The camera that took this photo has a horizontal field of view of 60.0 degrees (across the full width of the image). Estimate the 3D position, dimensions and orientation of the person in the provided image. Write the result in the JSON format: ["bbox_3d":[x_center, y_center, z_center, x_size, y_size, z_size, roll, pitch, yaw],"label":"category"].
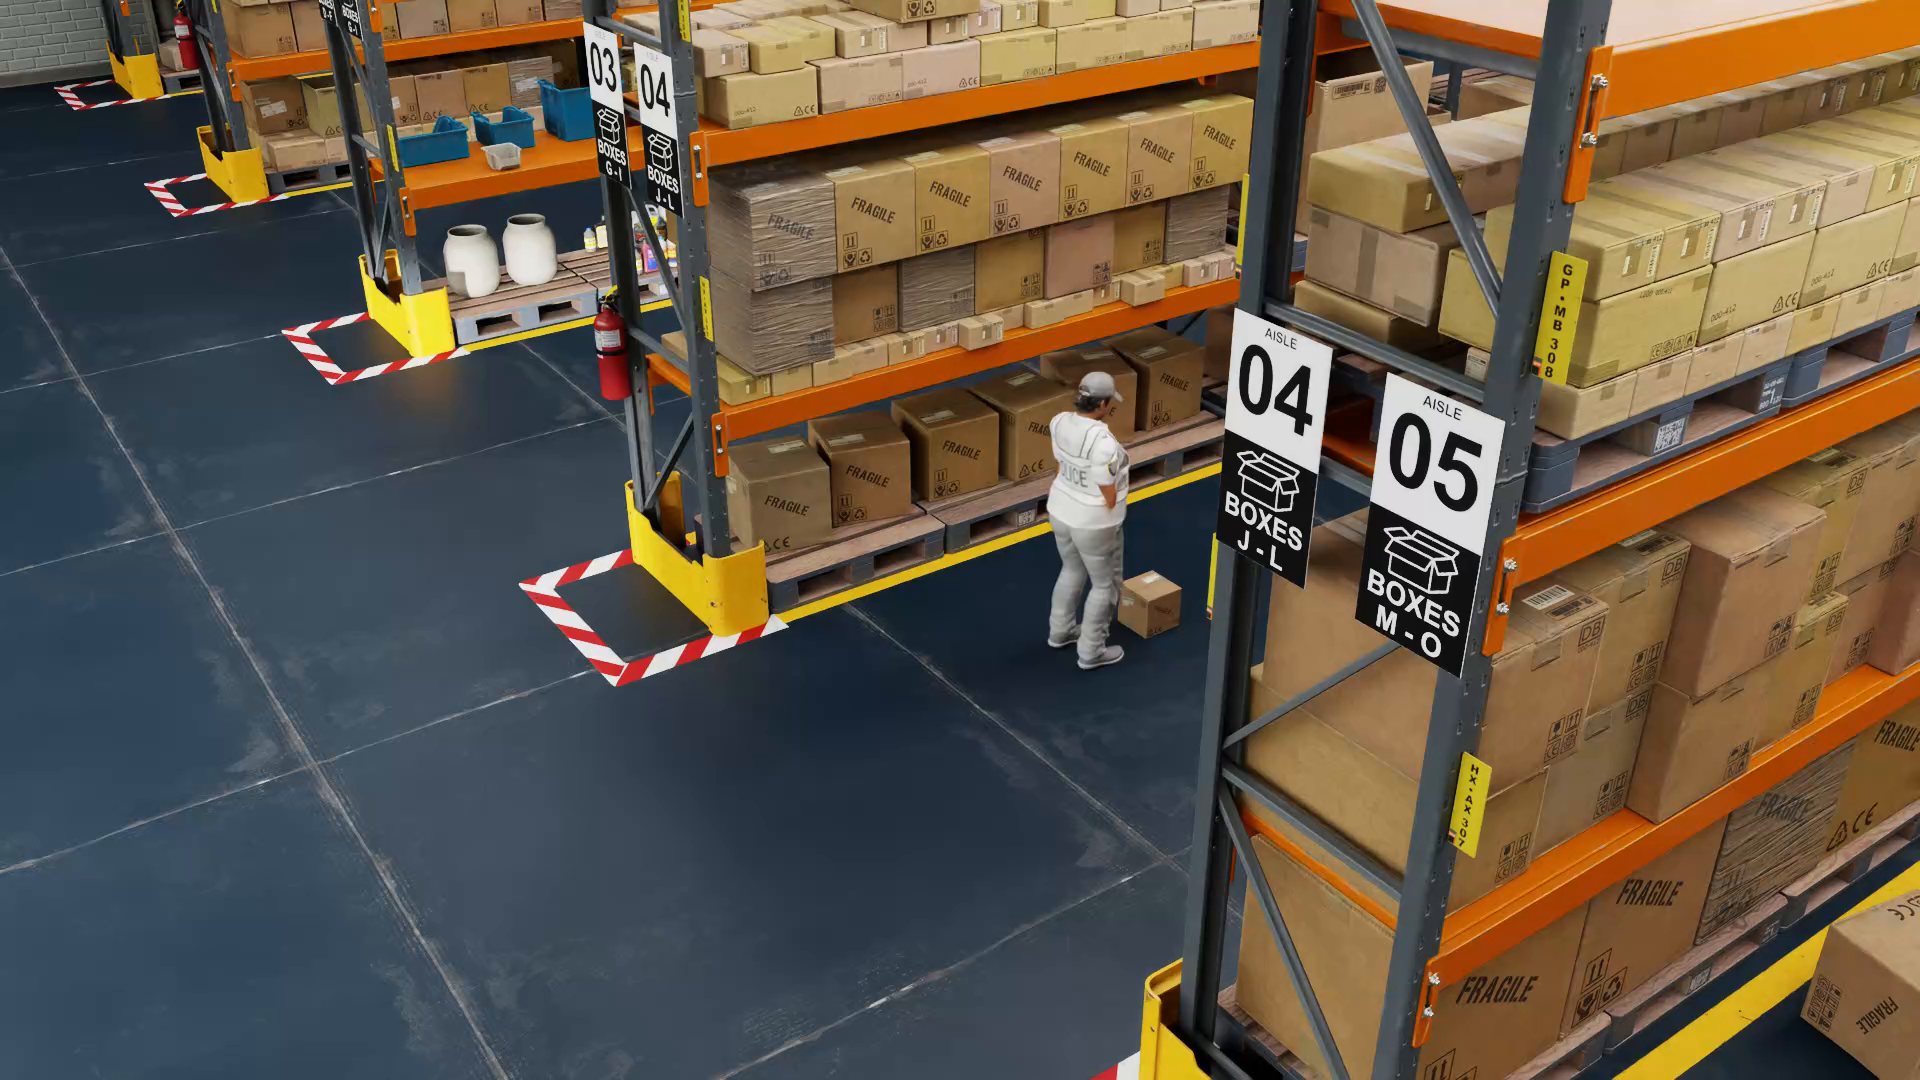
[{"bbox_3d":[0.675,-0.116,8.856,0.394,1.652,0.475,-18,34,-30],"label":"person"}]
